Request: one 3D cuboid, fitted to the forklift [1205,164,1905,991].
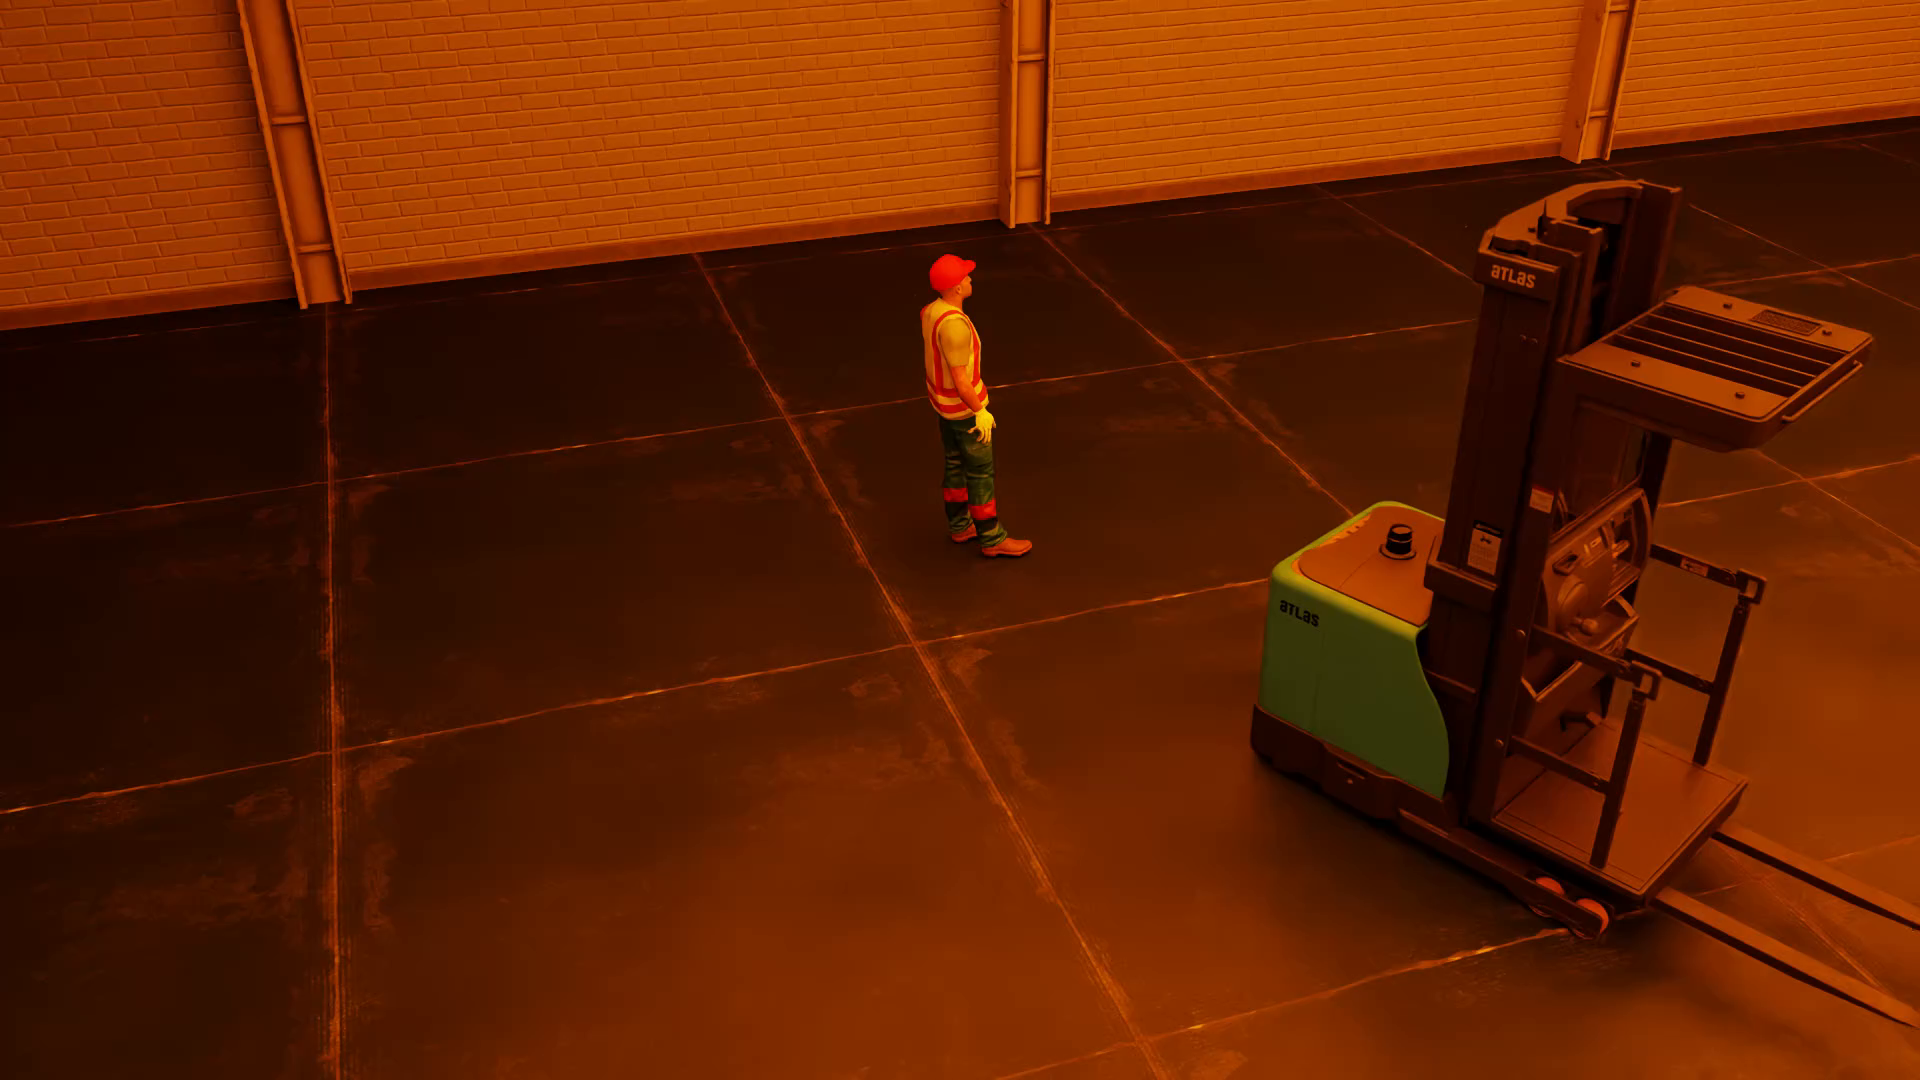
[{"bbox_3d":[2.627,0.036,7.025,3.031,2.935,1.130,26,39,38],"label":"forklift"}]

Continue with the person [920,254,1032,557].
[{"bbox_3d":[0.080,-0.789,9.587,0.563,1.788,0.637,-10,31,-16],"label":"person"}]
